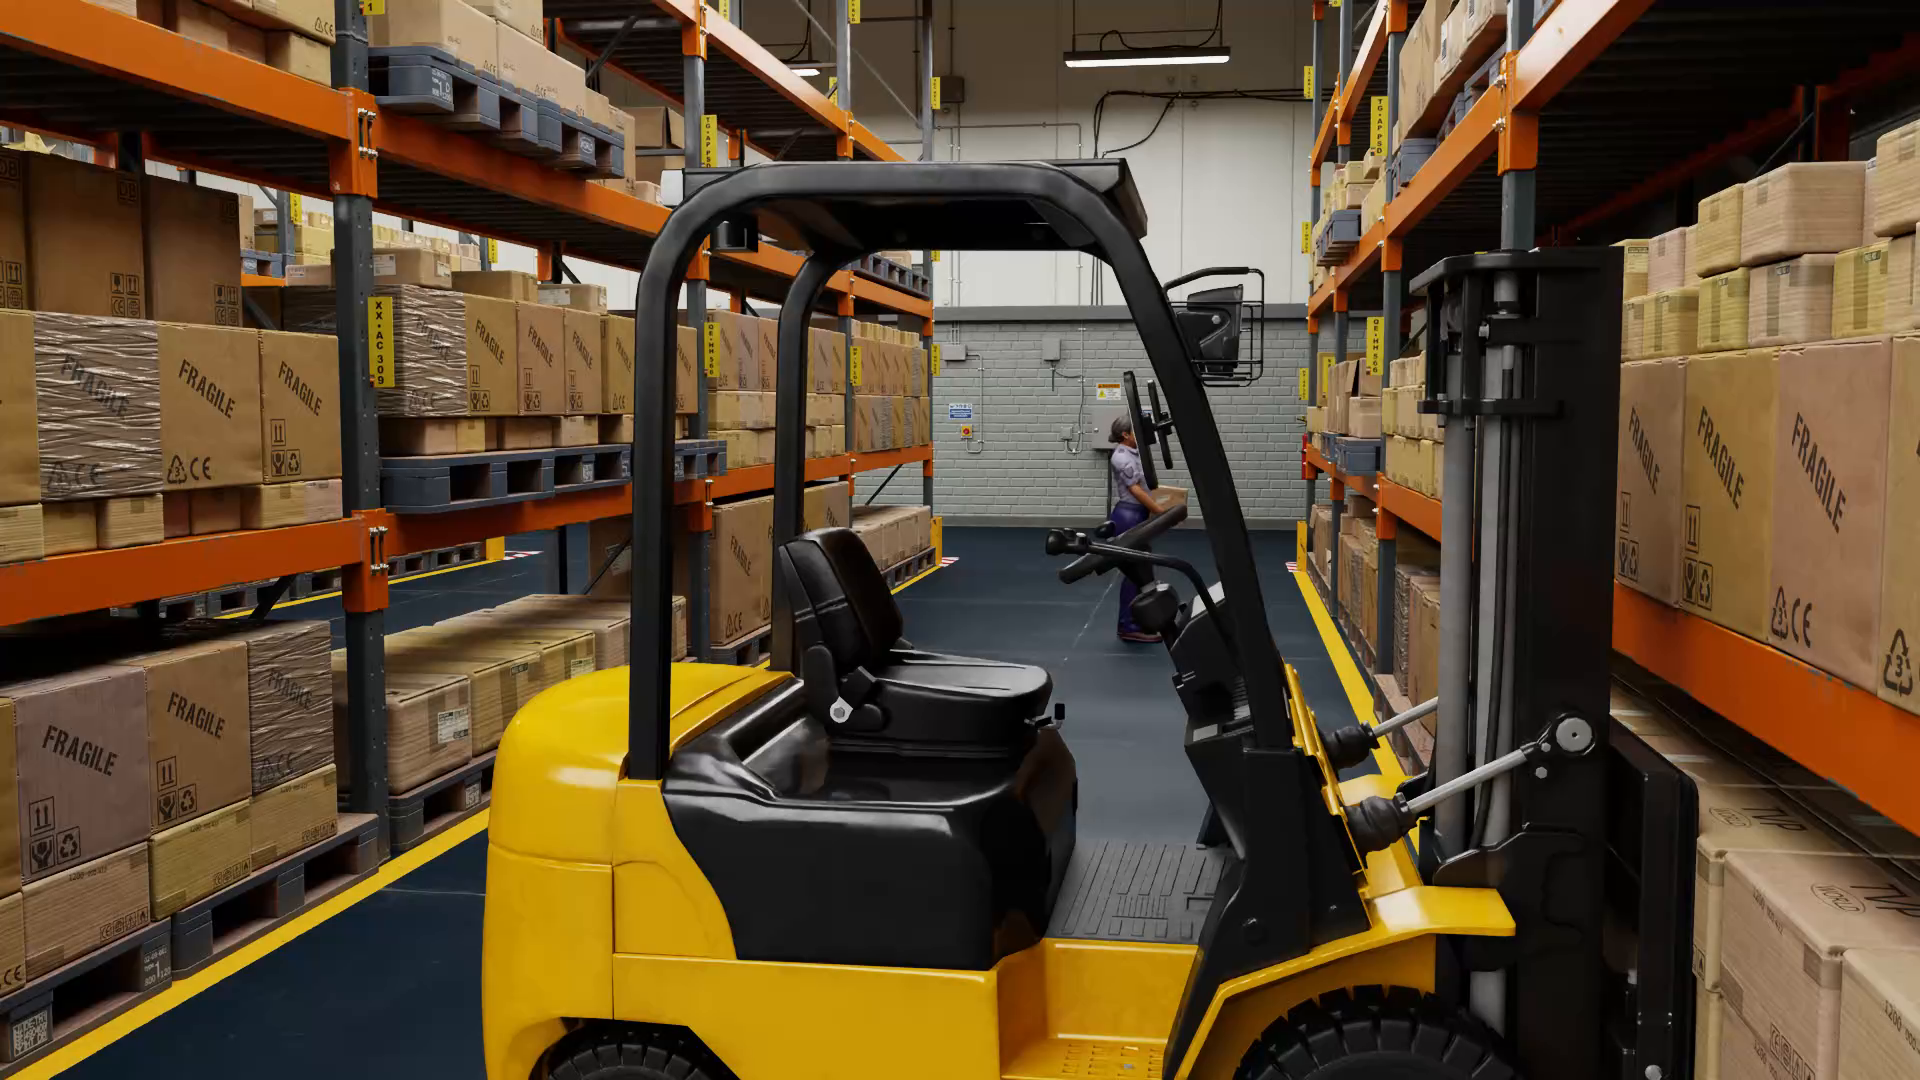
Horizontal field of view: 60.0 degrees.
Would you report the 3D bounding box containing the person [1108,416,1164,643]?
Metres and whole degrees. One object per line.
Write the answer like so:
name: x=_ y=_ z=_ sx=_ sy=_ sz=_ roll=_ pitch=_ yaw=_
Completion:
person: x=1.334 y=-0.082 z=12.130 sx=0.517 sy=1.627 sz=0.452 roll=1 pitch=5 yaw=9
